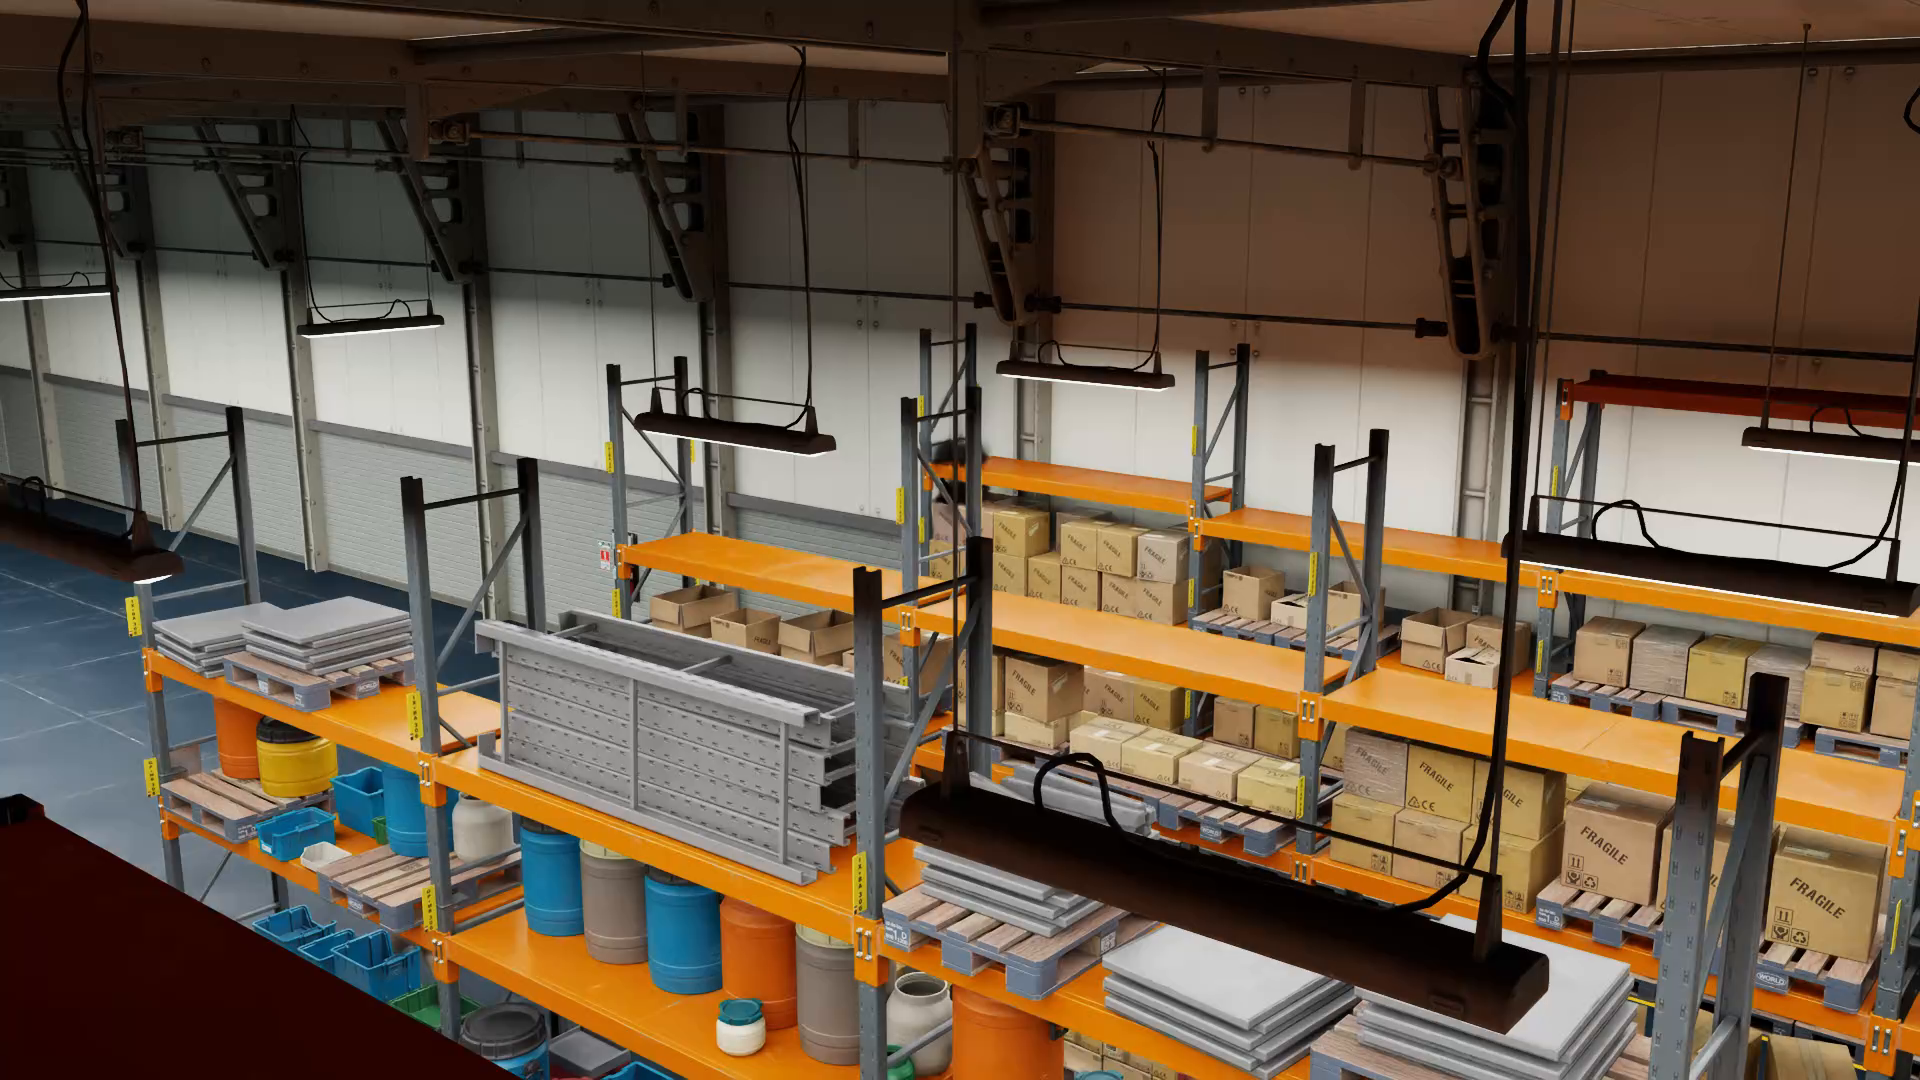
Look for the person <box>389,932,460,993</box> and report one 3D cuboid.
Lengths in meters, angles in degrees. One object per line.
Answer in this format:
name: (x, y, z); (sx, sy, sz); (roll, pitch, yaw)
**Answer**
person: (-5.276, 3.741, 15.925); (0.695, 1.759, 0.733); (8, 15, 30)
